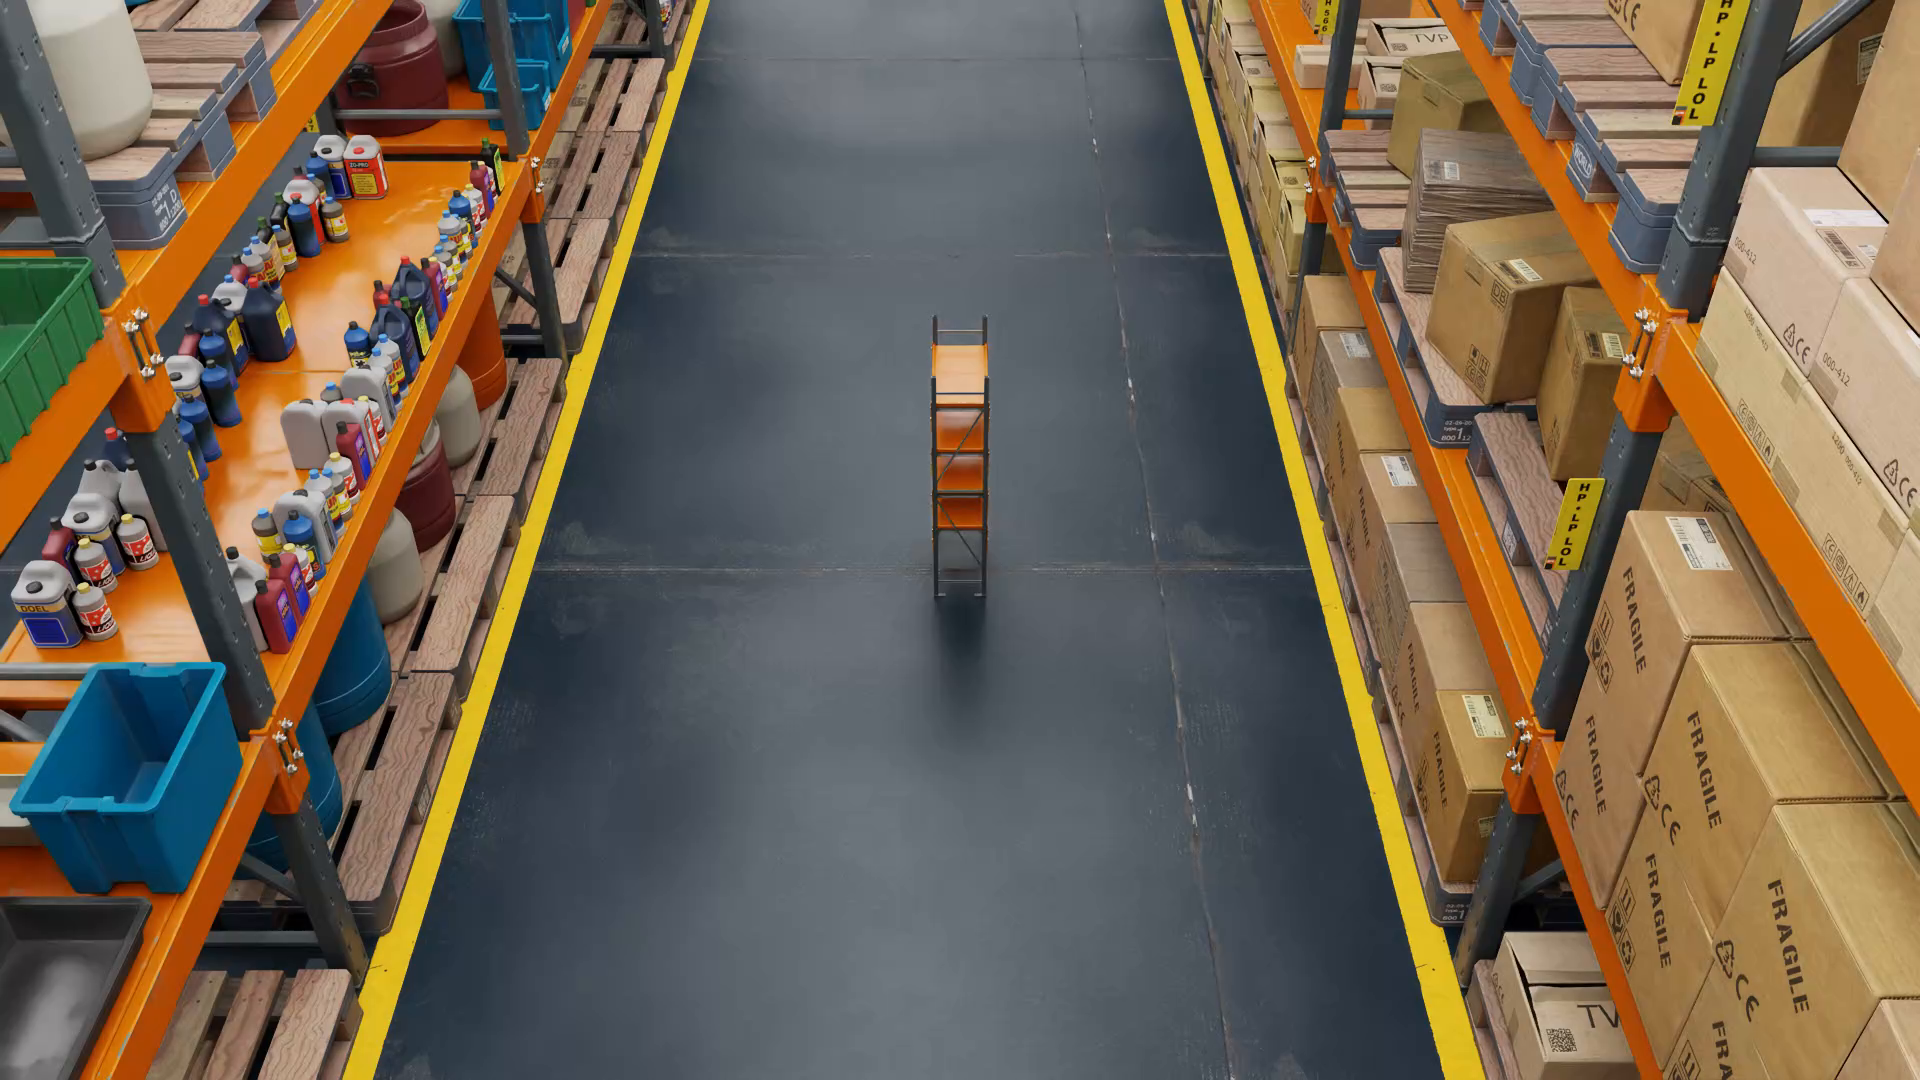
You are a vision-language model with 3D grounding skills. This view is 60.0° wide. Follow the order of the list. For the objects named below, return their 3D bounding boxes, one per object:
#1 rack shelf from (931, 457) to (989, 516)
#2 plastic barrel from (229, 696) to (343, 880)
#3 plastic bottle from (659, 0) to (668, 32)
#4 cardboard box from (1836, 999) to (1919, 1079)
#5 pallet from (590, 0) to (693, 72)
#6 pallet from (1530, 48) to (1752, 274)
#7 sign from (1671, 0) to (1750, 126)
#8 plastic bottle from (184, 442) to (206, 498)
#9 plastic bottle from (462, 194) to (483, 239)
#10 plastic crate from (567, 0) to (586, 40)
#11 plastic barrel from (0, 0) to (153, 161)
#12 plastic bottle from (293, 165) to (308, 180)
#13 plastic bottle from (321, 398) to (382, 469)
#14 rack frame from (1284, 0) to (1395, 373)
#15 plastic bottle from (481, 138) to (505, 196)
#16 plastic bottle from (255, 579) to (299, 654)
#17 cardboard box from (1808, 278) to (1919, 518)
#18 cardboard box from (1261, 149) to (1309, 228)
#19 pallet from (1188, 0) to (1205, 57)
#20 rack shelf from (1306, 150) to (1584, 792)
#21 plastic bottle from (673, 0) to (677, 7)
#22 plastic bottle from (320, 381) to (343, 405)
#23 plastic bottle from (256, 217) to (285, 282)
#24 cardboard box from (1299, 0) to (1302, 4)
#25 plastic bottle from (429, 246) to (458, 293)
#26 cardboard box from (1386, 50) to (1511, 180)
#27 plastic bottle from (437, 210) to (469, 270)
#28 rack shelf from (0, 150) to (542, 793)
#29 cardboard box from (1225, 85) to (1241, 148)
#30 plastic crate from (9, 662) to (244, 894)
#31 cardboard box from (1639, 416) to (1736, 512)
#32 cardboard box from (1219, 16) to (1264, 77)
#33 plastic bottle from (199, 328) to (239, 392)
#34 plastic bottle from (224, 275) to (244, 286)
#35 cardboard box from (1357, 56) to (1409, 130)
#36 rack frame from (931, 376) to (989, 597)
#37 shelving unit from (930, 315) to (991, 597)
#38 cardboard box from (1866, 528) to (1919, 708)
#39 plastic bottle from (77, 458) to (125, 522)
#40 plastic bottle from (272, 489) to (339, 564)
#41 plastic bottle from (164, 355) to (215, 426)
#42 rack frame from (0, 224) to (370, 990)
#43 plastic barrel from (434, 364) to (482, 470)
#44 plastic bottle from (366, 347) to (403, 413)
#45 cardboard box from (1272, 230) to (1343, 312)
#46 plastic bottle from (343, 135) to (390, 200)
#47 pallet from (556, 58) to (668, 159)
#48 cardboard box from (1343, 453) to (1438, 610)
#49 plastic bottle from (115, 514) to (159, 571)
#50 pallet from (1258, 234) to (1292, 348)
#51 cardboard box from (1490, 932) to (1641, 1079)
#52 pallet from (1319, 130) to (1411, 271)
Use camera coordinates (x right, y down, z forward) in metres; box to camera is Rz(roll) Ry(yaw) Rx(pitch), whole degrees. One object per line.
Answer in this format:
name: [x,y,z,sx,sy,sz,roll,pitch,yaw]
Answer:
rack shelf: [0.000,-0.312,7.533,0.258,0.148,0.480,0,39,0]
plastic barrel: [-2.638,0.723,6.037,0.600,0.901,0.708,0,39,0]
plastic bottle: [-2.226,-3.901,12.295,0.097,0.271,0.097,0,39,0]
cardboard box: [2.021,1.240,3.170,0.500,0.500,0.500,1,39,1]
pallet: [-2.623,-3.926,12.726,1.003,0.211,1.213,0,39,0]
pallet: [2.368,-1.098,4.719,1.213,0.211,1.003,0,39,0]
sign: [1.744,-1.116,3.863,0.100,0.325,0.005,0,39,0]
plastic bottle: [-2.839,-0.263,5.964,0.144,0.351,0.185,0,39,0]
plastic bottle: [-2.250,-1.486,7.610,0.097,0.201,0.097,0,39,0]
plastic crate: [-2.355,-3.129,9.450,0.402,0.464,0.583,0,39,0]
plastic barrel: [-2.404,-1.308,4.387,0.433,0.535,0.433,0,39,0]
plastic bottle: [-3.027,-1.571,7.651,0.061,0.283,0.133,0,39,0]
plastic bottle: [-2.275,-0.412,6.210,0.152,0.276,0.135,0,39,0]
rack frame: [2.294,-2.094,8.210,1.000,3.000,0.127,0,39,0]
plastic bottle: [-2.232,-1.795,7.930,0.061,0.283,0.133,0,39,0]
plastic bottle: [-2.228,0.224,5.410,0.061,0.283,0.133,0,39,0]
cardboard box: [2.053,-0.283,3.272,0.500,0.250,0.500,0,39,0]
cardboard box: [2.040,-2.056,9.578,0.500,0.311,0.500,-1,39,-1]
pallet: [2.331,-4.005,12.824,1.003,0.211,1.213,0,39,0]
rack shelf: [2.297,-0.563,6.875,1.077,0.370,4.000,0,39,0]
plastic bottle: [-2.250,-4.238,12.651,0.144,0.351,0.185,1,39,1]
plastic bottle: [-2.400,-0.516,6.400,0.097,0.201,0.097,0,39,0]
plastic bottle: [-3.027,-1.259,7.262,0.061,0.283,0.133,0,39,0]
cardboard box: [2.275,-3.512,9.899,0.500,0.500,0.500,0,39,0]
plastic bottle: [-2.249,-1.181,7.230,0.097,0.201,0.097,0,39,0]
cardboard box: [2.408,-1.904,7.556,0.700,0.500,0.500,-12,40,-15]
plastic bottle: [-2.249,-1.330,7.360,0.097,0.271,0.097,0,39,0]
rack shelf: [-2.657,-0.562,6.873,1.077,0.370,4.000,0,39,0]
cardboard box: [2.045,-2.791,10.942,0.500,0.250,0.500,-1,39,-1]
plastic crate: [-2.313,0.683,4.710,0.392,0.384,0.575,0,39,0]
cardboard box: [2.522,-0.092,5.296,0.700,0.500,0.500,-13,40,-15]
cardboard box: [2.036,-3.334,11.171,0.500,0.311,0.500,0,39,-1]
plastic bottle: [-2.946,-0.717,6.594,0.097,0.271,0.097,0,39,0]
plastic bottle: [-3.008,-0.977,6.919,0.097,0.271,0.097,0,39,0]
cardboard box: [2.337,-2.287,8.522,0.500,0.311,0.500,2,39,3]
rack frame: [0.000,-0.212,7.301,0.240,1.200,0.015,0,39,0]
shelving unit: [0.000,-0.365,7.491,0.258,1.200,0.503,0,39,0]
cardboard box: [2.048,0.225,3.038,0.500,0.250,0.500,0,39,0]
plastic bottle: [-2.983,-0.147,5.820,0.144,0.351,0.185,0,39,0]
plastic bottle: [-2.275,-0.062,5.773,0.152,0.276,0.135,0,39,0]
plastic bottle: [-2.980,-0.563,6.398,0.152,0.276,0.135,0,39,0]
rack frame: [-2.655,0.408,5.087,1.000,3.000,0.127,0,39,0]
plastic barrel: [-2.552,-0.627,8.033,0.421,0.512,0.421,0,39,0]
plastic bottle: [-2.248,-0.628,6.483,0.097,0.271,0.097,0,39,0]
cardboard box: [2.050,-1.514,9.349,0.500,0.250,0.500,1,39,1]
plastic bottle: [-2.830,-1.774,7.910,0.152,0.276,0.135,0,39,0]
pallet: [-2.624,-3.015,11.589,1.003,0.211,1.213,0,39,0]
cardboard box: [2.017,-0.038,7.292,0.500,0.500,0.500,-1,39,-2]
plastic bottle: [-2.854,-0.001,5.756,0.097,0.201,0.097,0,39,0]
pallet: [2.332,-1.521,9.725,1.003,0.211,1.213,0,39,0]
cardboard box: [2.083,1.547,5.464,0.500,0.311,0.500,0,39,0]
pallet: [2.365,-1.596,7.741,1.213,0.211,1.003,0,39,0]
